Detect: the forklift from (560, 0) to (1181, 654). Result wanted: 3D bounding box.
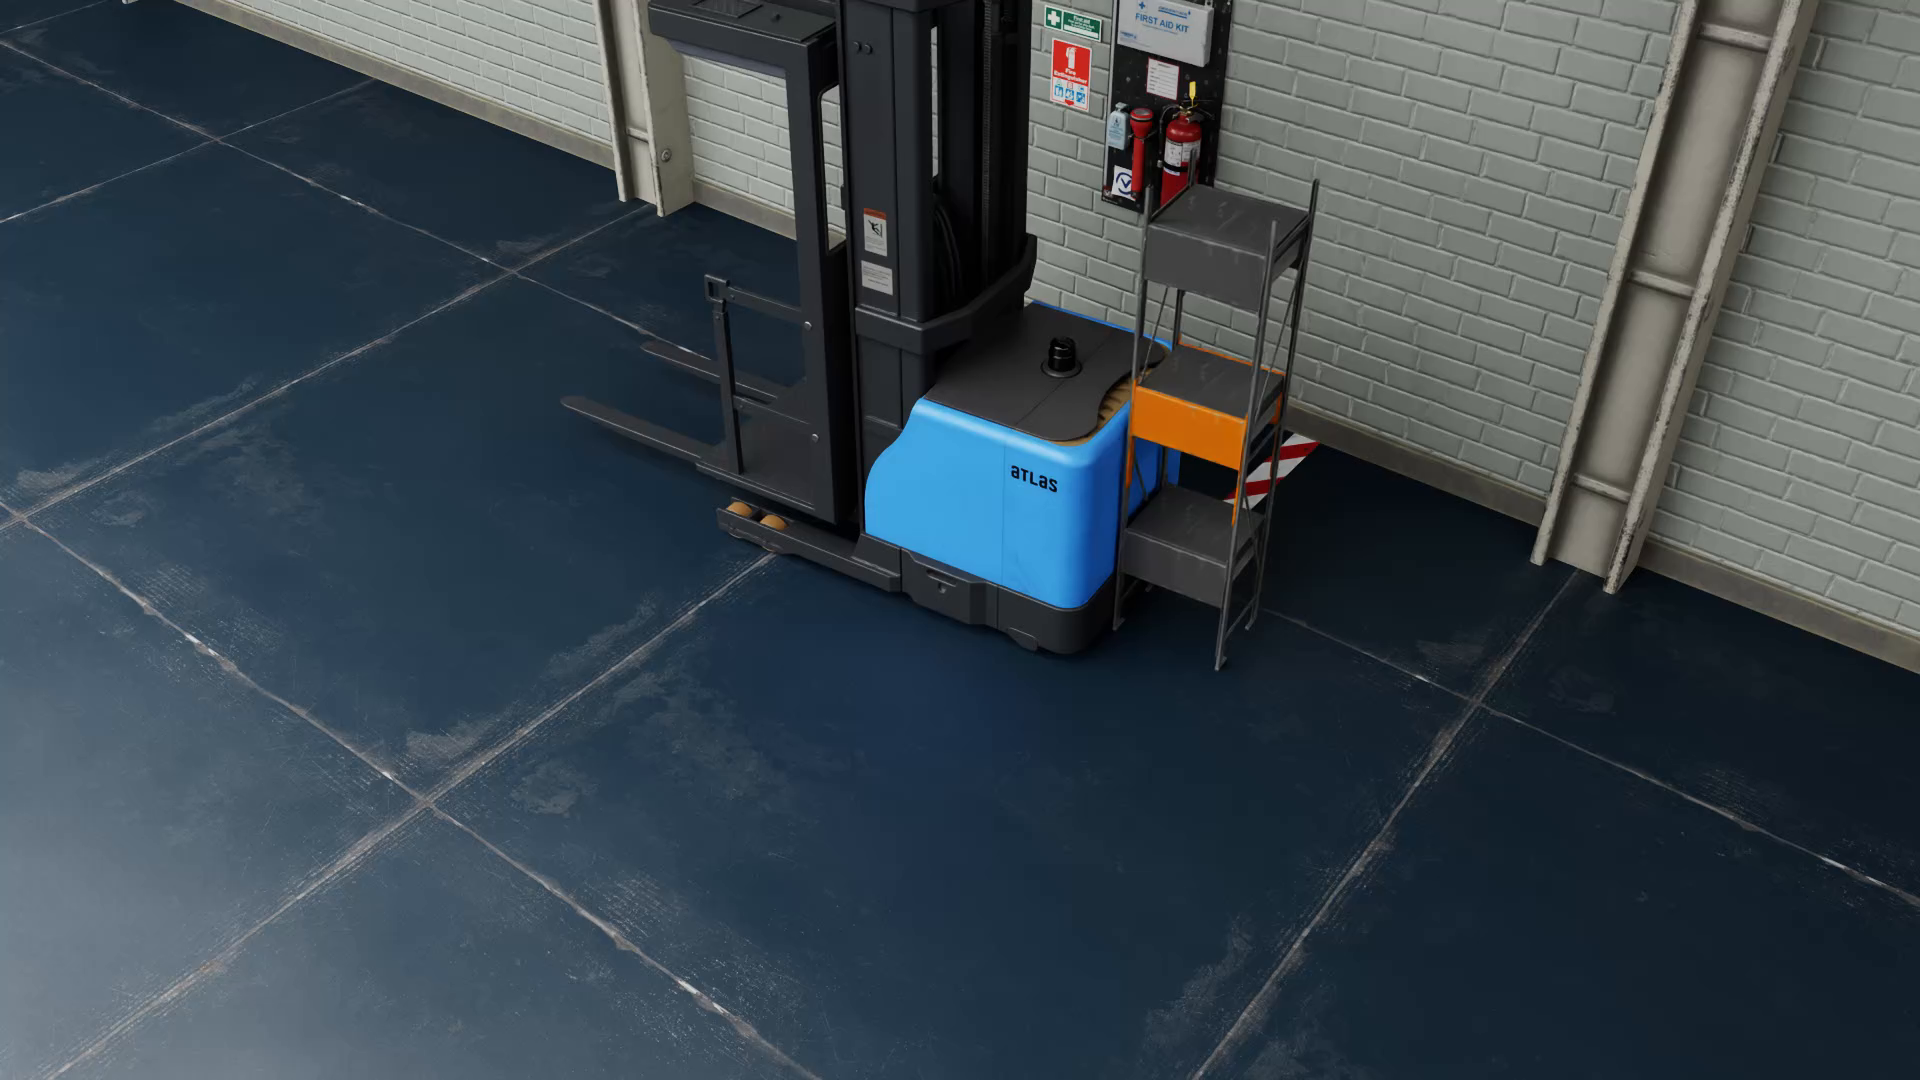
[{"bbox_3d":[-0.531,-1.356,7.104,3.031,2.935,1.130,21,43,24],"label":"forklift"}]

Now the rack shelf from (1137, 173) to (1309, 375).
[{"bbox_3d":[0.984,-0.998,6.207,0.480,0.518,0.431,21,43,24],"label":"rack shelf"}]

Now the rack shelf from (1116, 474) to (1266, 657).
[{"bbox_3d":[0.984,0.105,7.071,0.480,0.518,0.431,21,43,24],"label":"rack shelf"}]

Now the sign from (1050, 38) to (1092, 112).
[{"bbox_3d":[0.547,-2.301,8.226,0.234,0.329,0.001,25,45,29],"label":"sign"}]

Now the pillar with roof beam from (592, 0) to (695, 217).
[{"bbox_3d":[-4.518,-3.586,5.031,0.400,9.000,9.100,25,45,29],"label":"pillar with roof beam"}]

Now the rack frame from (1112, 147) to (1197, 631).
[{"bbox_3d":[0.776,-0.536,6.731,0.015,2.100,0.400,21,43,24],"label":"rack frame"}]

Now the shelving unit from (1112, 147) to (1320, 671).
[{"bbox_3d":[0.984,-0.457,6.631,0.503,2.100,0.431,21,43,24],"label":"shelving unit"}]

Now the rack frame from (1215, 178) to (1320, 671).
[{"bbox_3d":[1.192,-0.378,6.530,0.015,2.100,0.400,21,43,24],"label":"rack frame"}]

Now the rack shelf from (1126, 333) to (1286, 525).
[{"bbox_3d":[0.984,-0.446,6.639,0.480,0.518,0.431,21,43,24],"label":"rack shelf"}]

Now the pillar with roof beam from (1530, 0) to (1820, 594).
[{"bbox_3d":[0.248,-1.339,2.160,0.400,9.000,9.100,25,45,29],"label":"pillar with roof beam"}]

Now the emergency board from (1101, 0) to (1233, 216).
[{"bbox_3d":[0.923,-2.029,7.908,0.643,1.169,0.194,25,45,29],"label":"emergency board"}]

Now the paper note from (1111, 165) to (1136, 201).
[{"bbox_3d":[0.825,-1.782,8.308,0.142,0.148,0.016,25,45,29],"label":"paper note"}]

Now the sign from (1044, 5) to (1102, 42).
[{"bbox_3d":[0.545,-2.503,8.055,0.331,0.109,0.001,25,45,29],"label":"sign"}]
